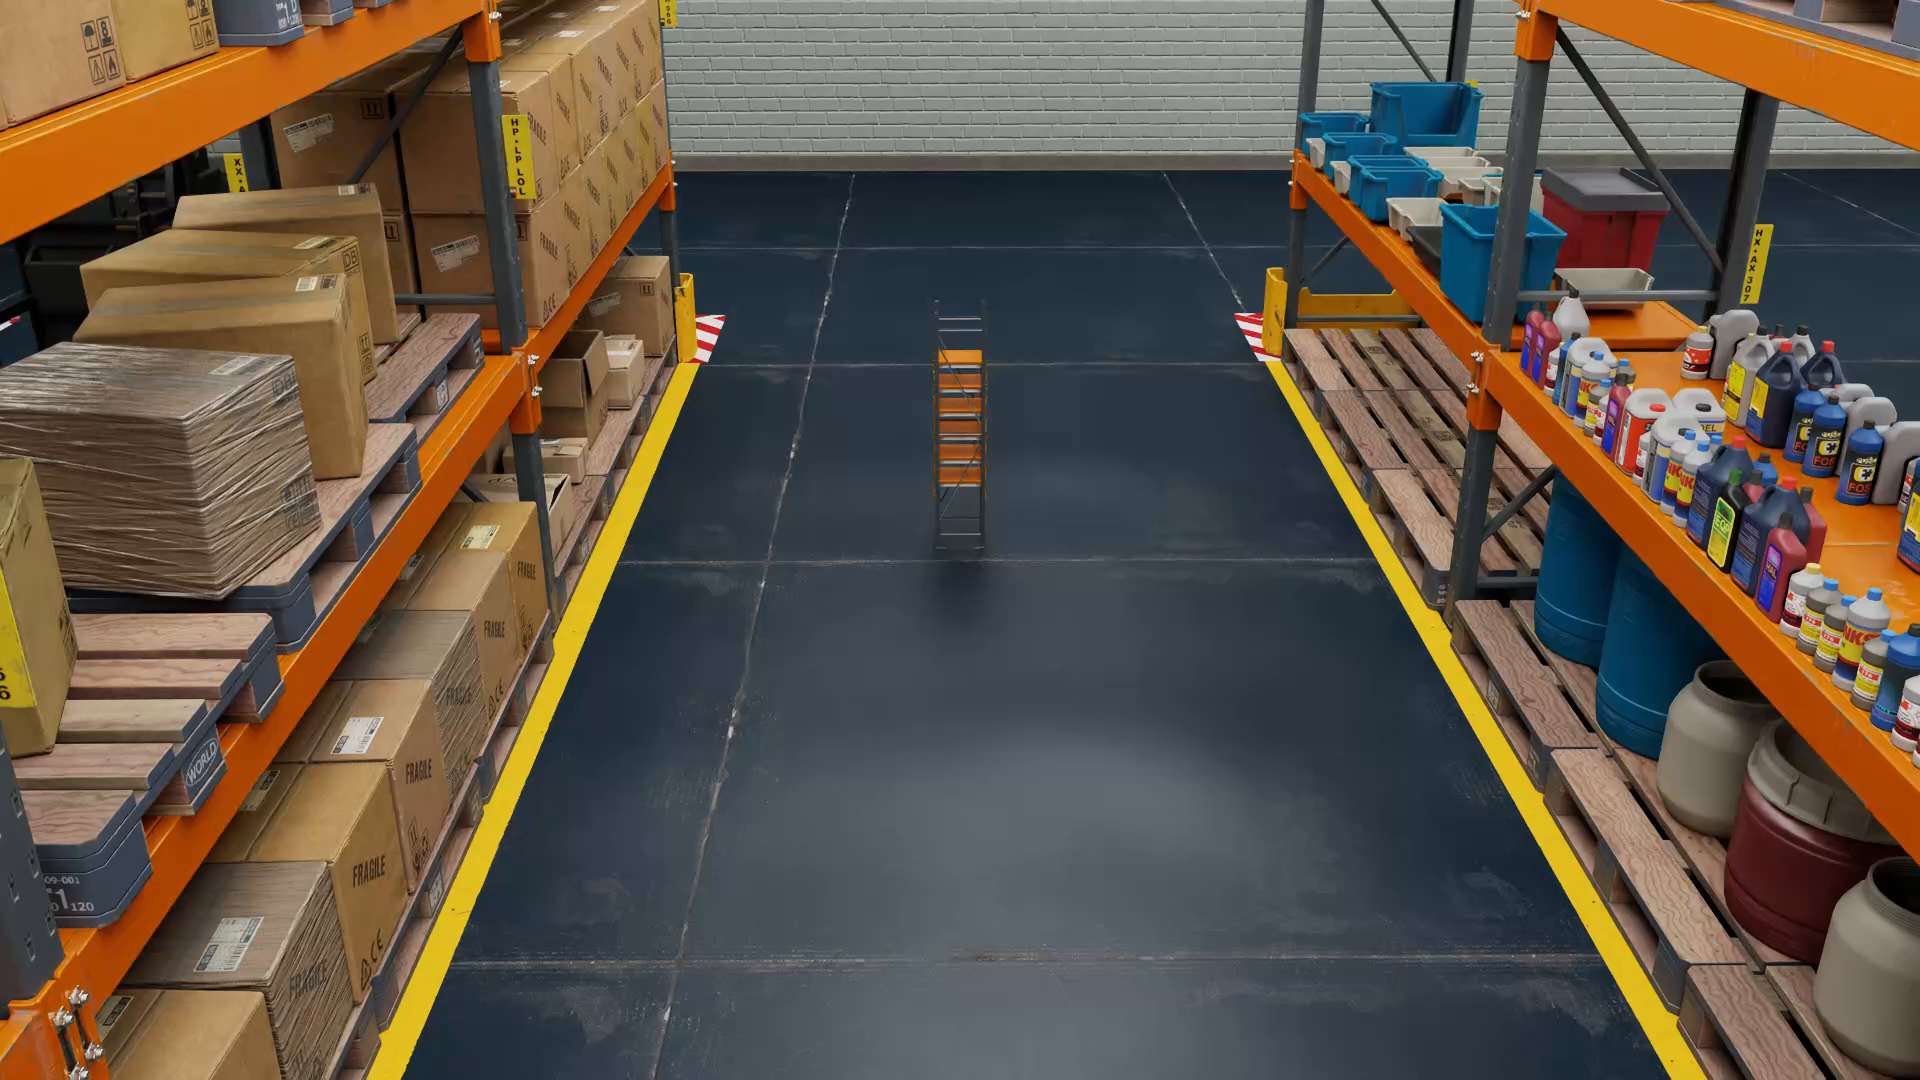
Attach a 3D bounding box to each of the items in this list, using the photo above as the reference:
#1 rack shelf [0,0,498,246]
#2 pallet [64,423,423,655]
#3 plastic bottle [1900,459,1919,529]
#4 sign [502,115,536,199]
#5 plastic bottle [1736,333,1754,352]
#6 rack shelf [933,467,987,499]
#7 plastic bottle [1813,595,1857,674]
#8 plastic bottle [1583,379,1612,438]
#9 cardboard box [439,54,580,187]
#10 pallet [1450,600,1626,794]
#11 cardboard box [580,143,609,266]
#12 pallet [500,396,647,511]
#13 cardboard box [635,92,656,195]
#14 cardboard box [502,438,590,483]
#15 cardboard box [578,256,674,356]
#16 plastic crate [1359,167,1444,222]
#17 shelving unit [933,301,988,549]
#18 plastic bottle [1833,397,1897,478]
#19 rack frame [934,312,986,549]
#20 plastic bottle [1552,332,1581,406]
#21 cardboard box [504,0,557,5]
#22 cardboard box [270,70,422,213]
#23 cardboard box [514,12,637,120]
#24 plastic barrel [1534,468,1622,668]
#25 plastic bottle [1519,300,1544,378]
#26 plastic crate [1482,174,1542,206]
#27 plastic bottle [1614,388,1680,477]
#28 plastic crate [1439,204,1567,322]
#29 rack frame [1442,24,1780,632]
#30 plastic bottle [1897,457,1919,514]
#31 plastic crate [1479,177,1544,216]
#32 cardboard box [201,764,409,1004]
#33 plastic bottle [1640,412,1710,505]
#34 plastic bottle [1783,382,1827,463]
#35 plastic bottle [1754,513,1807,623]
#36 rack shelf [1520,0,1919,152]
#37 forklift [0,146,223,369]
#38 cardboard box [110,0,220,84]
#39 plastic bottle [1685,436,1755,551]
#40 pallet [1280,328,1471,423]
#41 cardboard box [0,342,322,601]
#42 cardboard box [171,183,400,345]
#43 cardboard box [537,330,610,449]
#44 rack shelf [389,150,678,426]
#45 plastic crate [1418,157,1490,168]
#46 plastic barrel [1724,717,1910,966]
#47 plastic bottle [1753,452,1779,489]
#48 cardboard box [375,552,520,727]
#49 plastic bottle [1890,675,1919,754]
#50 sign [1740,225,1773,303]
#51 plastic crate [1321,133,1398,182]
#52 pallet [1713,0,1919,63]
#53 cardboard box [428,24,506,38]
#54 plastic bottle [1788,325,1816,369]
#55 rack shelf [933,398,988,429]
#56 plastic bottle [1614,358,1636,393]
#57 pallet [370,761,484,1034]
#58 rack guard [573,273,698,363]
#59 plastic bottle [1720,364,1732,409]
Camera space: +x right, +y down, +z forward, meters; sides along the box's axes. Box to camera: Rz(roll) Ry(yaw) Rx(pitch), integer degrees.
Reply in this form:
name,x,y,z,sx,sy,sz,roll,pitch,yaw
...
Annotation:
name,x,y,z,sx,sy,sz,roll,pitch,yaw
rack shelf,-2.263,-1.184,4.462,1.077,0.370,4.000,0,24,-1
pallet,-2.267,-0.035,4.921,1.003,0.211,1.213,0,24,-1
plastic bottle,2.978,-0.158,5.116,0.097,0.271,0.097,0,24,0
sign,-1.730,-1.501,6.524,0.100,0.325,0.005,0,24,-1
plastic bottle,3.024,-0.691,6.379,0.097,0.201,0.097,0,24,0
rack shelf,0.000,-0.282,8.107,0.258,0.103,0.180,0,24,-1
plastic bottle,2.290,0.240,4.319,0.097,0.201,0.097,0,24,0
plastic bottle,2.271,-0.469,5.887,0.097,0.201,0.097,0,24,0
cardboard box,-2.015,-1.879,7.429,0.500,0.500,0.500,-1,24,-2
pallet,2.635,0.598,6.671,1.003,0.211,1.213,0,24,-1
cardboard box,-2.030,-1.644,8.123,0.500,0.500,0.500,0,24,-1
pallet,-2.308,-0.486,9.068,1.003,0.211,1.213,0,24,-1
cardboard box,-2.042,-2.266,9.500,0.500,0.500,0.500,0,24,0
cardboard box,-2.093,-0.409,8.420,0.380,0.166,0.250,0,24,-1
cardboard box,-2.076,-1.456,10.330,0.500,0.500,0.500,0,24,-1
plastic crate,2.316,-1.820,8.765,0.416,0.233,0.300,0,24,-1
shelving unit,0.000,-0.541,7.990,0.258,1.200,0.189,0,24,-1
plastic bottle,3.007,-0.359,5.554,0.152,0.276,0.135,0,24,-1
rack frame,0.001,-0.503,7.906,0.240,1.200,0.006,0,24,-1
plastic bottle,2.267,-0.636,6.173,0.097,0.271,0.097,0,24,0
cardboard box,-2.588,-2.935,9.765,0.500,0.500,0.500,0,24,1
cardboard box,-2.549,-1.678,6.985,0.500,0.500,0.500,0,24,0
cardboard box,-2.032,-2.515,8.836,0.500,0.500,0.500,0,24,1
plastic barrel,2.657,-0.001,6.650,0.600,0.901,0.708,0,24,-1
plastic bottle,2.245,-0.784,6.485,0.061,0.283,0.133,0,24,-1
plastic crate,2.903,-1.745,8.598,0.416,0.233,0.300,0,24,-1
plastic bottle,2.302,-0.360,5.556,0.152,0.276,0.135,0,24,-1
plastic crate,2.322,-1.201,7.212,0.392,0.384,0.575,0,24,-1
rack frame,2.668,-0.990,6.800,1.000,3.000,0.127,0,24,-1
plastic bottle,3.038,-0.182,5.253,0.097,0.201,0.097,0,24,0
plastic crate,2.836,-1.594,8.205,0.437,0.282,0.530,0,24,-1
cardboard box,-1.972,1.006,4.885,0.500,0.500,0.500,-1,24,-1
plastic bottle,2.305,-0.264,5.345,0.152,0.276,0.135,0,24,-1
plastic bottle,2.881,-0.404,5.660,0.097,0.271,0.097,0,24,0
plastic bottle,2.268,0.075,4.585,0.061,0.283,0.133,0,24,-1
rack shelf,2.690,-1.205,4.508,1.077,0.370,4.000,0,24,-1
forklift,-4.771,-1.920,8.937,1.130,2.935,3.031,1,24,2
cardboard box,-2.291,-1.338,3.806,0.910,0.500,0.500,0,24,-1
plastic bottle,2.305,-0.152,5.006,0.144,0.351,0.185,0,24,-1
pallet,2.595,-1.028,10.267,1.003,0.211,1.213,0,24,-1
cardboard box,-2.180,-0.195,4.410,0.700,0.500,0.500,4,25,9
cardboard box,-2.504,-1.010,6.213,0.700,0.500,0.500,-9,26,-18
cardboard box,-2.311,-0.807,8.889,0.797,0.503,0.637,0,24,-1
rack shelf,-2.307,-1.466,8.724,1.077,0.370,4.000,0,24,-1
plastic crate,2.803,-2.091,9.481,0.396,0.136,0.243,0,24,-1
plastic barrel,2.677,0.898,5.040,0.600,0.588,0.708,0,24,-1
plastic bottle,2.425,-0.135,5.064,0.097,0.271,0.097,0,24,0
cardboard box,-1.996,0.375,6.281,0.500,0.500,0.500,0,24,0
plastic bottle,2.294,0.401,3.965,0.097,0.201,0.097,0,24,0
sign,3.218,-1.118,6.746,0.100,0.325,0.005,0,24,-1
plastic crate,2.305,-2.215,9.638,0.416,0.233,0.300,0,24,-1
pallet,2.790,-1.481,4.474,1.003,0.211,1.213,0,24,-1
cardboard box,-2.567,-2.304,8.370,0.500,0.500,0.500,0,24,-1
plastic bottle,3.005,-0.591,5.976,0.144,0.351,0.185,0,24,-1
rack shelf,0.000,-0.610,7.958,0.258,0.103,0.180,0,24,-1
plastic bottle,2.421,-0.565,6.100,0.097,0.201,0.097,0,24,0
pallet,-2.222,1.140,5.473,1.003,0.211,1.213,0,24,-1
rack guard,-2.328,-1.448,10.844,1.175,0.500,0.348,0,24,-1
plastic bottle,2.875,-0.580,6.134,0.097,0.201,0.097,0,24,0
